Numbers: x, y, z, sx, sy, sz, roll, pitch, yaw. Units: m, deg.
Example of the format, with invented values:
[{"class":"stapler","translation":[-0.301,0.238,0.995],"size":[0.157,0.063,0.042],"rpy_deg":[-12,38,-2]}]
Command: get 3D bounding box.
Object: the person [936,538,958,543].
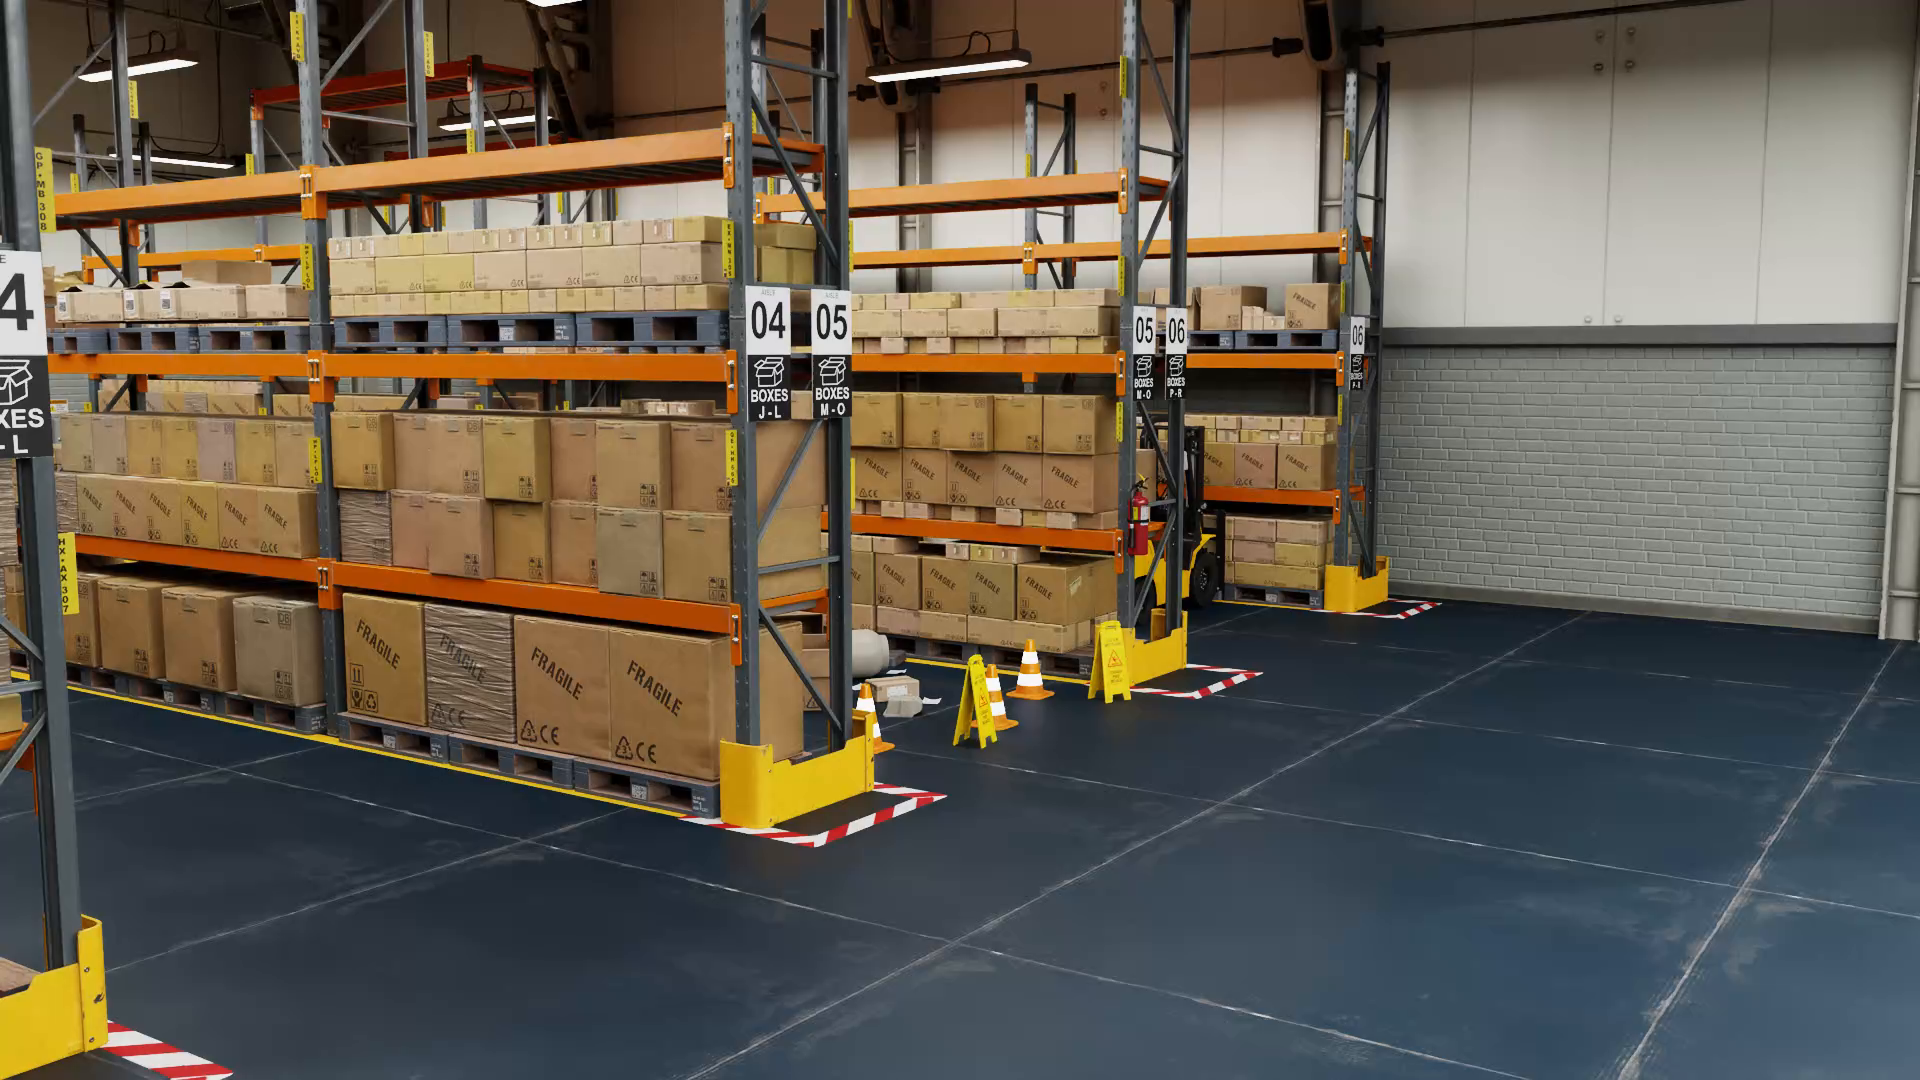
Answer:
[{"class":"person","translation":[-0.046,-0.123,19.308],"size":[0.412,1.559,0.646],"rpy_deg":[4,8,32]}]
